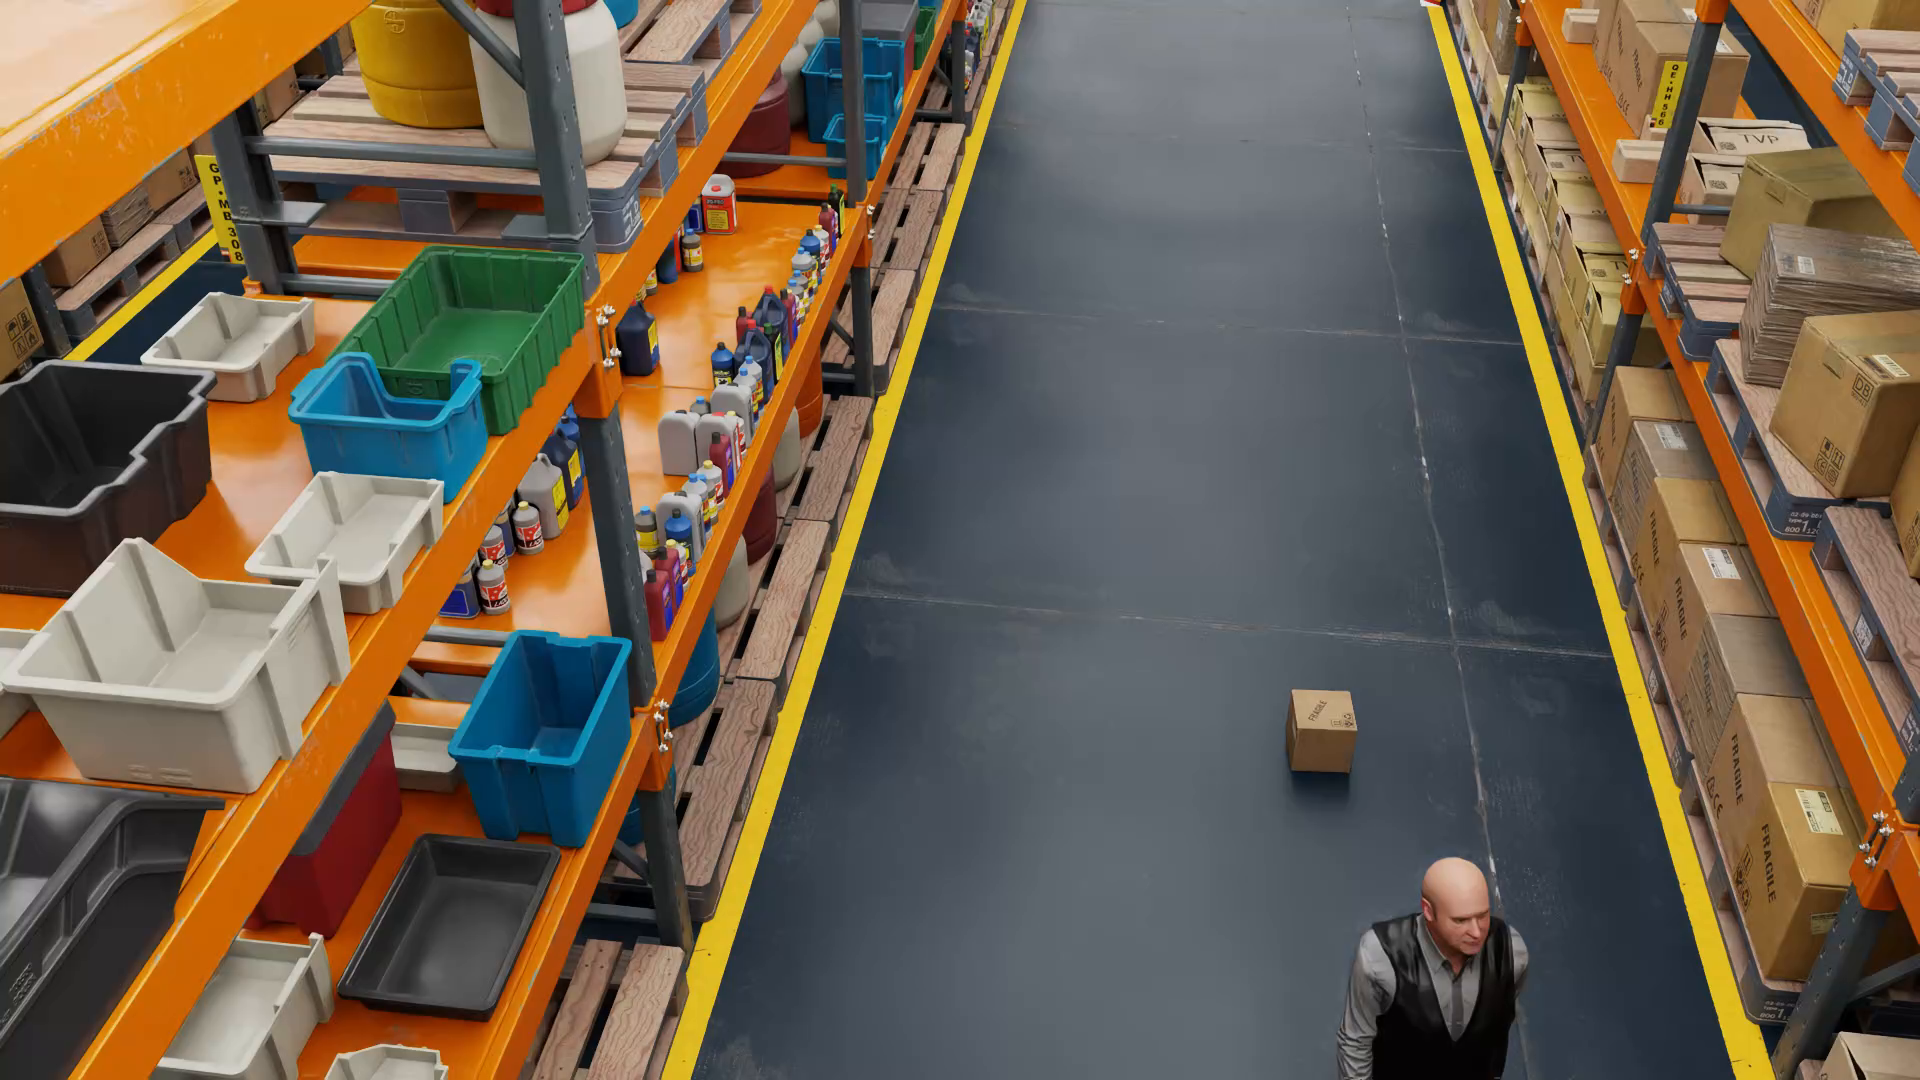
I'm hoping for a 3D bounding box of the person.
[{"bbox_3d":[1.326,1.648,4.762,0.539,1.673,0.949,1,36,1],"label":"person"}]
